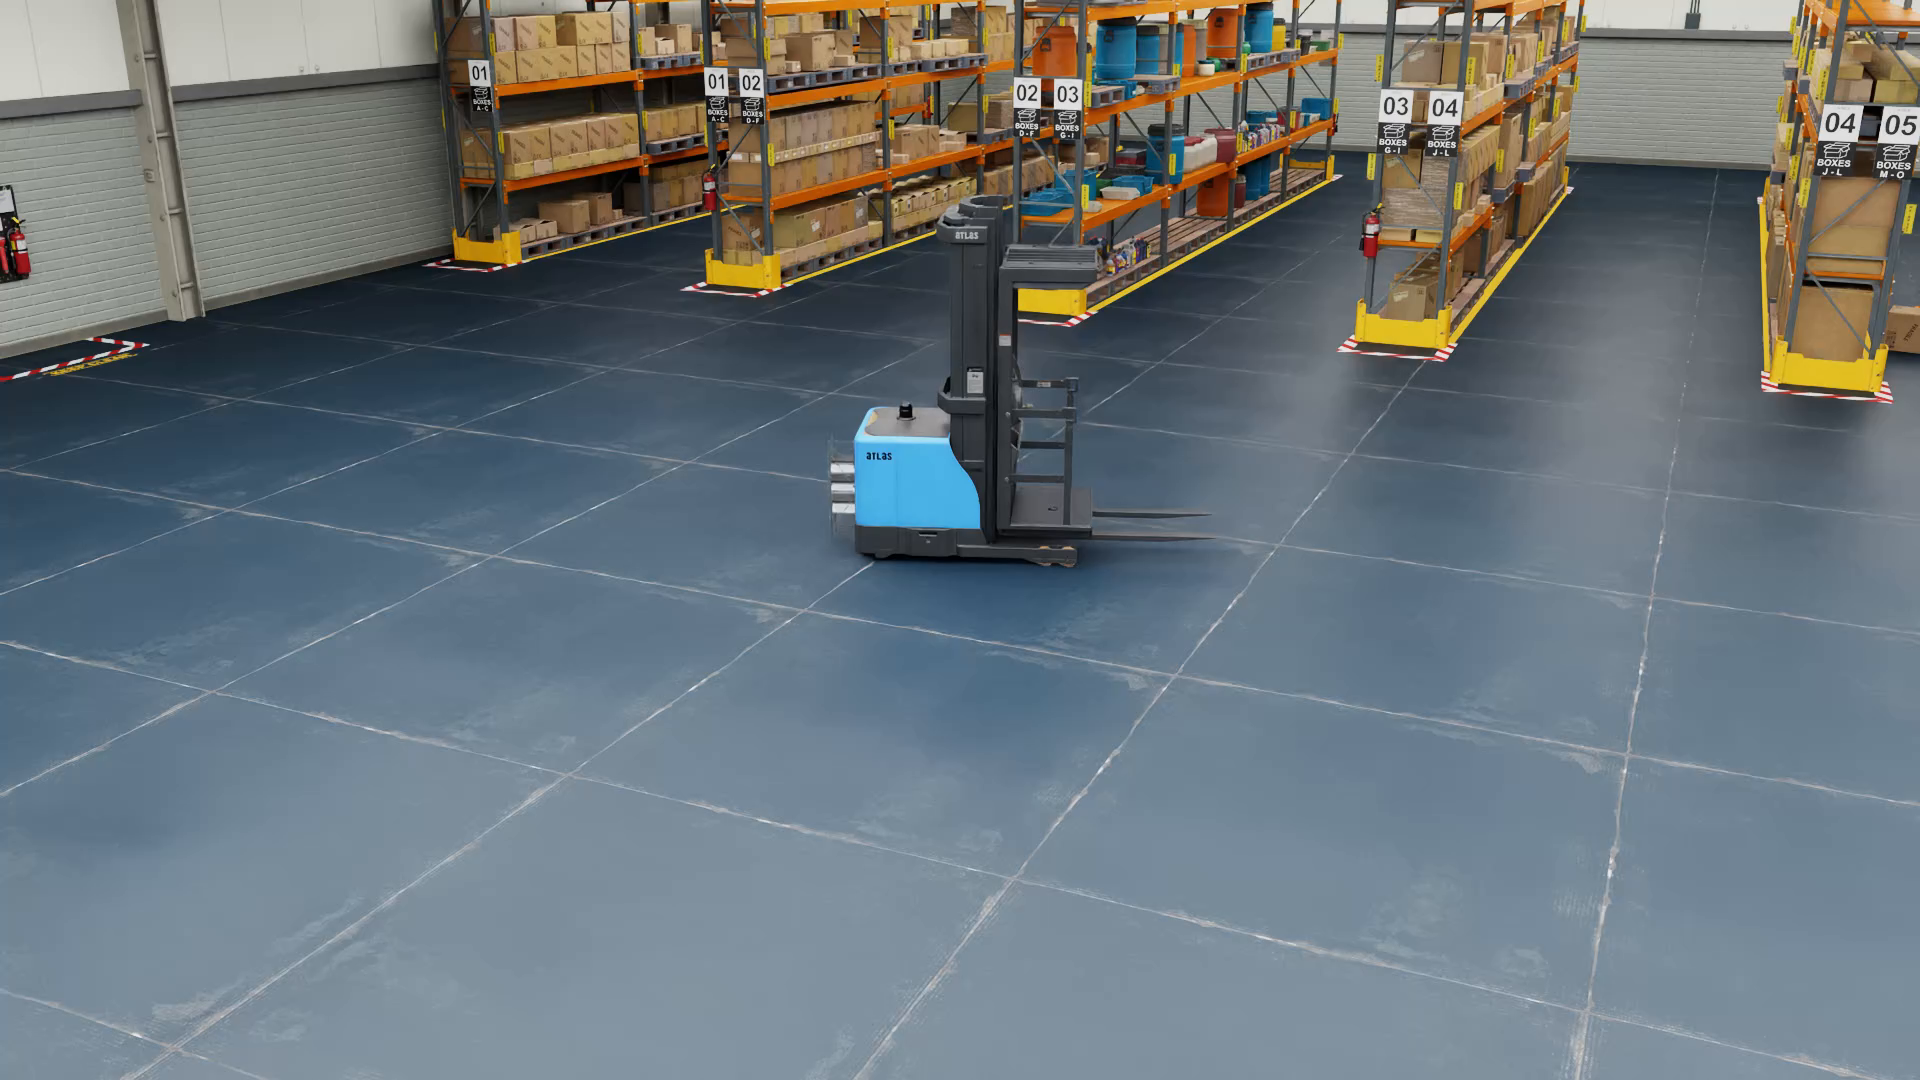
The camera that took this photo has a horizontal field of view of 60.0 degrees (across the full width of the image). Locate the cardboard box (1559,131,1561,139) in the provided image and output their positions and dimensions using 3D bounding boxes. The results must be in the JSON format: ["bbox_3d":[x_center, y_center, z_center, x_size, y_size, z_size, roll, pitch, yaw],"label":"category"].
[{"bbox_3d":[11.710,-8.045,32.988,0.380,0.149,0.250,8,21,21],"label":"cardboard box"}]

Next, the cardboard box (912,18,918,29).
[{"bbox_3d":[-1.328,-12.231,39.355,0.500,0.250,0.500,9,22,24],"label":"cardboard box"}]

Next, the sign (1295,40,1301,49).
[{"bbox_3d":[6.631,-9.663,32.672,0.100,0.325,0.005,9,21,23],"label":"sign"}]

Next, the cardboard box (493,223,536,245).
[{"bbox_3d":[-7.457,-5.152,27.835,0.500,0.311,0.500,6,20,17],"label":"cardboard box"}]

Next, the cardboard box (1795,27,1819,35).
[{"bbox_3d":[16.031,-9.629,31.473,0.380,0.149,0.250,9,21,23],"label":"cardboard box"}]

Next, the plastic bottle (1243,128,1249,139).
[{"bbox_3d":[5.407,-7.615,31.478,0.144,0.351,0.185,9,21,23],"label":"plastic bottle"}]

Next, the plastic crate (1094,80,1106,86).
[{"bbox_3d":[1.959,-6.744,24.796,0.336,0.188,0.450,9,21,23],"label":"plastic crate"}]

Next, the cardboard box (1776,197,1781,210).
[{"bbox_3d":[13.732,-5.482,27.391,0.500,0.250,0.500,9,21,23],"label":"cardboard box"}]

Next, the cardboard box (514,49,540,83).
[{"bbox_3d":[-7.205,-7.709,27.014,0.500,0.500,0.500,10,22,26],"label":"cardboard box"}]

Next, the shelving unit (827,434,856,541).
[{"bbox_3d":[-0.997,-0.450,14.391,0.258,0.900,0.210,1,20,4],"label":"shelving unit"}]

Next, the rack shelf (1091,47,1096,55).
[{"bbox_3d":[2.431,-10.688,36.642,1.077,0.370,4.000,9,21,23],"label":"rack shelf"}]

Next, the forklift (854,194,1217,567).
[{"bbox_3d":[0.656,-1.342,13.868,3.031,2.935,1.130,1,20,4],"label":"forklift"}]

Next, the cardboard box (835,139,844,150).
[{"bbox_3d":[-2.101,-6.409,26.895,0.380,0.149,0.250,9,22,24],"label":"cardboard box"}]

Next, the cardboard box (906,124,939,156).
[{"bbox_3d":[-0.698,-7.311,30.401,0.500,0.500,0.500,7,21,20],"label":"cardboard box"}]

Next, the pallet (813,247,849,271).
[{"bbox_3d":[-2.526,-4.631,27.176,1.003,0.211,1.213,9,21,23],"label":"pallet"}]

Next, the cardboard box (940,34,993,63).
[{"bbox_3d":[0.122,-9.378,31.735,0.910,0.500,0.500,9,21,23],"label":"cardboard box"}]

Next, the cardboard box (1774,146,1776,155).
[{"bbox_3d":[14.129,-6.636,28.401,0.380,0.149,0.250,8,21,20],"label":"cardboard box"}]

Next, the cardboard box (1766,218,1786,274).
[{"bbox_3d":[12.808,-4.404,25.106,1.050,0.750,0.750,9,21,24],"label":"cardboard box"}]

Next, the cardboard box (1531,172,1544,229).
[{"bbox_3d":[9.684,-6.095,29.675,1.225,0.875,0.875,9,21,23],"label":"cardboard box"}]

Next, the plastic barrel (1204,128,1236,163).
[{"bbox_3d":[4.578,-6.979,29.414,0.600,0.536,0.708,9,21,23],"label":"plastic barrel"}]

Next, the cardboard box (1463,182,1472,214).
[{"bbox_3d":[6.539,-4.792,22.875,0.875,0.500,0.500,9,21,23],"label":"cardboard box"}]

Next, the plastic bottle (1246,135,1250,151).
[{"bbox_3d":[5.344,-7.378,30.913,0.061,0.283,0.133,9,21,23],"label":"plastic bottle"}]

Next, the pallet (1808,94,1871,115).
[{"bbox_3d":[11.511,-5.607,21.415,1.003,0.211,1.213,9,21,23],"label":"pallet"}]

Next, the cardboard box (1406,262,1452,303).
[{"bbox_3d":[6.492,-3.558,23.101,0.500,0.500,0.500,11,22,28],"label":"cardboard box"}]

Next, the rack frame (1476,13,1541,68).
[{"bbox_3d":[9.010,-9.245,27.036,1.000,3.000,0.127,9,21,23],"label":"rack frame"}]

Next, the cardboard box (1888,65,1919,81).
[{"bbox_3d":[10.645,-5.236,18.647,0.380,0.149,0.250,9,21,23],"label":"cardboard box"}]

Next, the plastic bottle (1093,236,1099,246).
[{"bbox_3d":[2.145,-4.645,26.350,0.144,0.351,0.185,9,22,24],"label":"plastic bottle"}]

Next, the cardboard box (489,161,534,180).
[{"bbox_3d":[-7.333,-6.057,27.217,0.500,0.250,0.500,8,21,21],"label":"cardboard box"}]

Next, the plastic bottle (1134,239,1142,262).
[{"bbox_3d":[2.774,-4.540,26.054,0.144,0.351,0.185,7,21,20],"label":"plastic bottle"}]

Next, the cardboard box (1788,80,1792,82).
[{"bbox_3d":[16.143,-8.555,31.963,0.500,0.500,0.500,9,22,24],"label":"cardboard box"}]

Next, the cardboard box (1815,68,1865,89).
[{"bbox_3d":[10.782,-5.638,20.372,0.500,0.250,0.500,9,21,23],"label":"cardboard box"}]

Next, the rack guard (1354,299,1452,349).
[{"bbox_3d":[5.765,-2.819,21.649,1.175,0.500,0.348,9,21,23],"label":"rack guard"}]

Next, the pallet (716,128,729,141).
[{"bbox_3d":[-4.741,-8.135,33.153,1.213,0.211,1.003,9,21,23],"label":"pallet"}]

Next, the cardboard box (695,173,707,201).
[{"bbox_3d":[-5.289,-6.963,32.645,0.700,0.500,0.500,8,21,22],"label":"cardboard box"}]

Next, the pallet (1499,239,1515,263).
[{"bbox_3d":[8.689,-4.866,27.837,1.003,0.211,1.213,9,21,23],"label":"pallet"}]

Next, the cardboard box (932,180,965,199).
[{"bbox_3d":[-0.223,-6.592,31.168,0.500,0.311,0.500,8,21,22],"label":"cardboard box"}]

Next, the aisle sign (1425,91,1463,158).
[{"bbox_3d":[5.983,-5.138,20.560,0.394,0.787,0.004,9,21,23],"label":"aisle sign"}]

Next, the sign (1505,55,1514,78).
[{"bbox_3d":[7.870,-6.781,23.811,0.100,0.325,0.005,9,21,23],"label":"sign"}]

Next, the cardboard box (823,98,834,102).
[{"bbox_3d":[-3.068,-9.544,36.206,0.500,0.500,0.500,9,21,23],"label":"cardboard box"}]

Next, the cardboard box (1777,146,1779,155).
[{"bbox_3d":[13.494,-6.303,27.020,0.380,0.149,0.250,9,22,24],"label":"cardboard box"}]

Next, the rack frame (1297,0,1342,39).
[{"bbox_3d":[7.768,-12.371,35.823,1.000,3.000,0.127,9,21,23],"label":"rack frame"}]

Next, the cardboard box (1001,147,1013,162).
[{"bbox_3d":[0.782,-7.965,34.343,0.500,0.250,0.500,9,21,23],"label":"cardboard box"}]

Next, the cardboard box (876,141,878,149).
[{"bbox_3d":[-2.300,-9.068,38.595,0.700,0.500,0.500,8,21,22],"label":"cardboard box"}]

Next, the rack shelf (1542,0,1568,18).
[{"bbox_3d":[9.829,-9.329,28.943,1.077,0.370,4.000,9,21,23],"label":"rack shelf"}]

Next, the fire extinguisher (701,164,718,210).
[{"bbox_3d":[-3.774,-5.325,25.080,0.296,0.674,0.183,9,21,23],"label":"fire extinguisher"}]

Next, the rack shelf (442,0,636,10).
[{"bbox_3d":[-7.004,-9.110,27.733,1.077,0.370,4.000,9,21,23],"label":"rack shelf"}]

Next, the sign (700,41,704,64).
[{"bbox_3d":[-3.791,-7.206,24.573,0.100,0.325,0.005,9,21,23],"label":"sign"}]

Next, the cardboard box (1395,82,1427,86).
[{"bbox_3d":[5.870,-5.874,21.660,0.380,0.149,0.250,9,21,23],"label":"cardboard box"}]

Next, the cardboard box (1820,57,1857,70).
[{"bbox_3d":[10.567,-5.716,19.996,0.380,0.149,0.250,8,21,22],"label":"cardboard box"}]

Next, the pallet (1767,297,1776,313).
[{"bbox_3d":[12.103,-3.417,23.762,1.003,0.211,1.213,9,21,23],"label":"pallet"}]

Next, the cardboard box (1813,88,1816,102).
[{"bbox_3d":[10.774,-5.495,20.565,0.380,0.149,0.250,9,21,23],"label":"cardboard box"}]

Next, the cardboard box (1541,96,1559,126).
[{"bbox_3d":[11.078,-8.176,31.642,0.500,0.500,0.500,9,21,23],"label":"cardboard box"}]

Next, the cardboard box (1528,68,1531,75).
[{"bbox_3d":[8.848,-7.429,26.629,0.500,0.250,0.500,8,21,23],"label":"cardboard box"}]

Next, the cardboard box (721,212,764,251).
[{"bbox_3d":[-3.354,-4.794,25.830,0.500,0.500,0.500,9,21,23],"label":"cardboard box"}]

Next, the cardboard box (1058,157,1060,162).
[{"bbox_3d":[1.894,-8.385,36.925,0.500,0.311,0.500,9,21,23],"label":"cardboard box"}]
